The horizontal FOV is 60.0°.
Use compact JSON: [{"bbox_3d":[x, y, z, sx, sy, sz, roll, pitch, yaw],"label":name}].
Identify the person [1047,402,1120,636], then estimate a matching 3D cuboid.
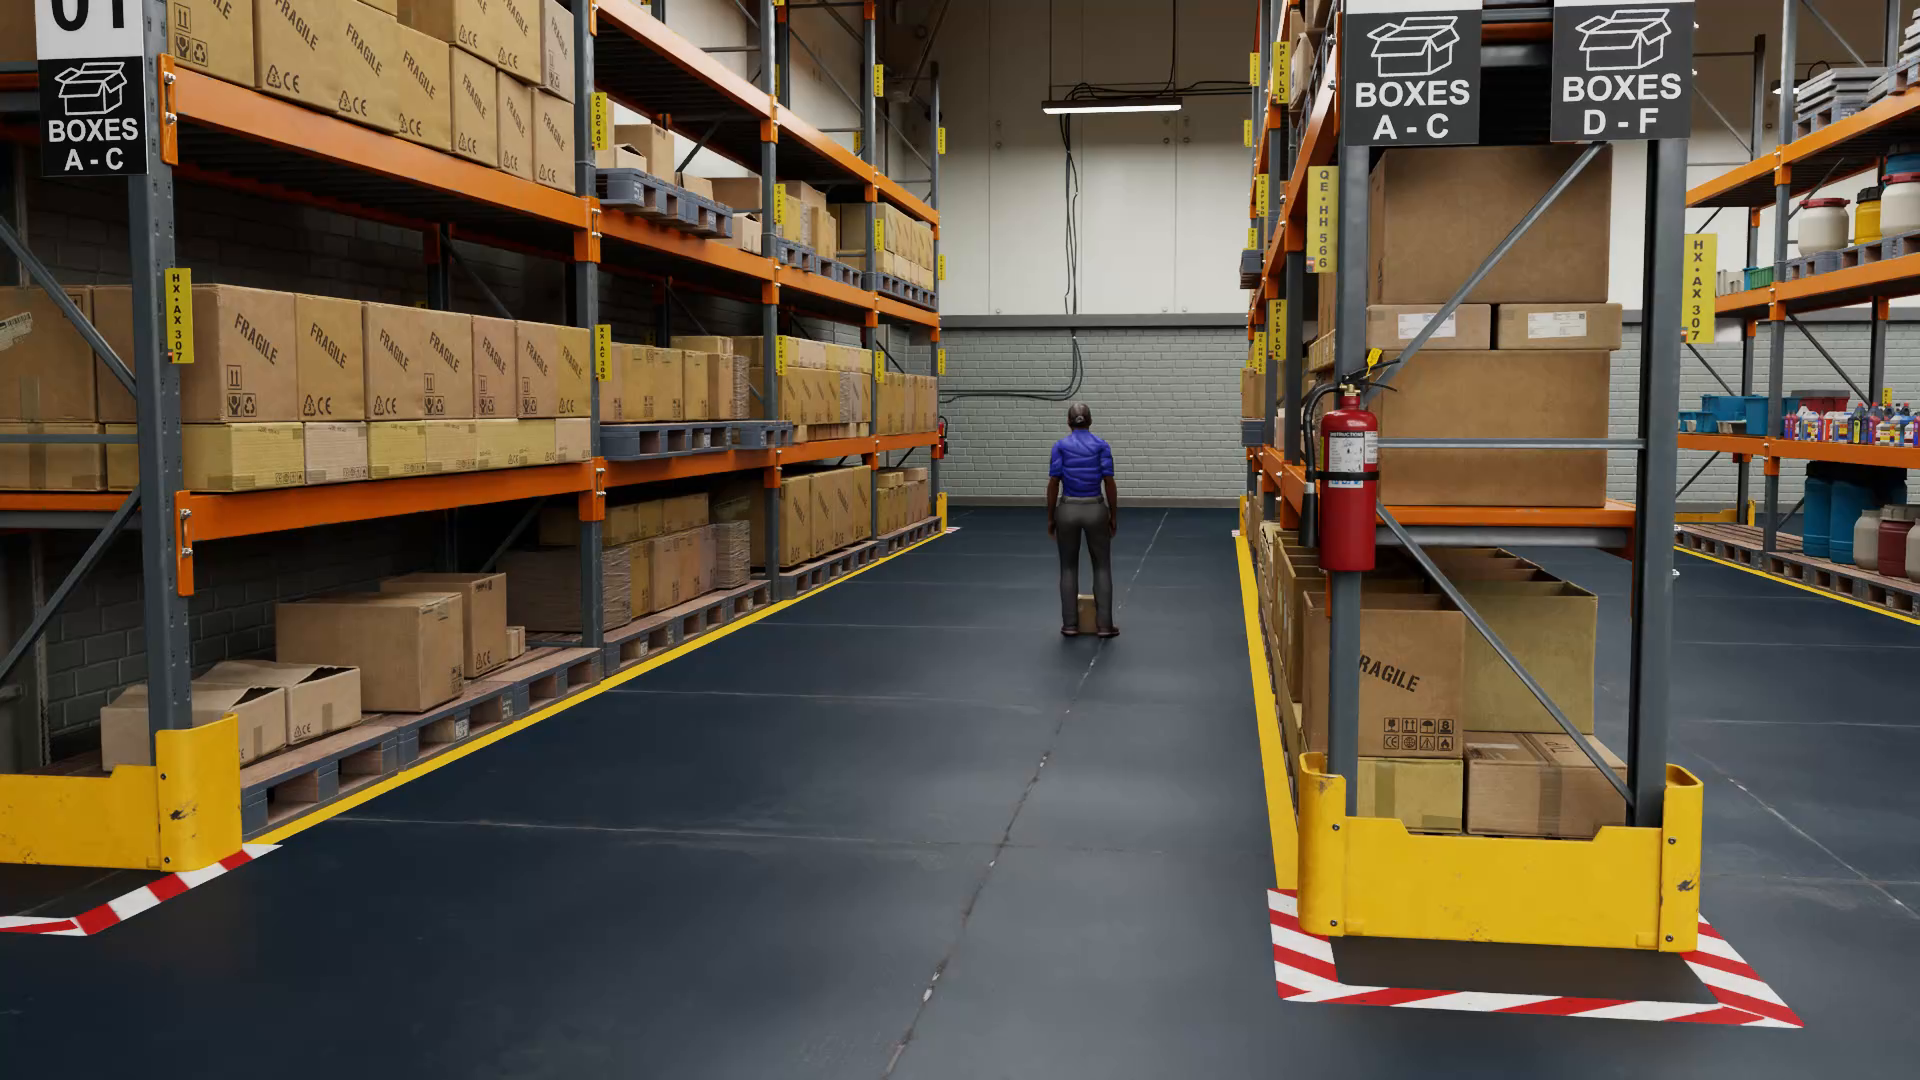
[{"bbox_3d":[0.877,-0.147,11.773,0.521,1.653,0.402,0,5,5],"label":"person"}]
